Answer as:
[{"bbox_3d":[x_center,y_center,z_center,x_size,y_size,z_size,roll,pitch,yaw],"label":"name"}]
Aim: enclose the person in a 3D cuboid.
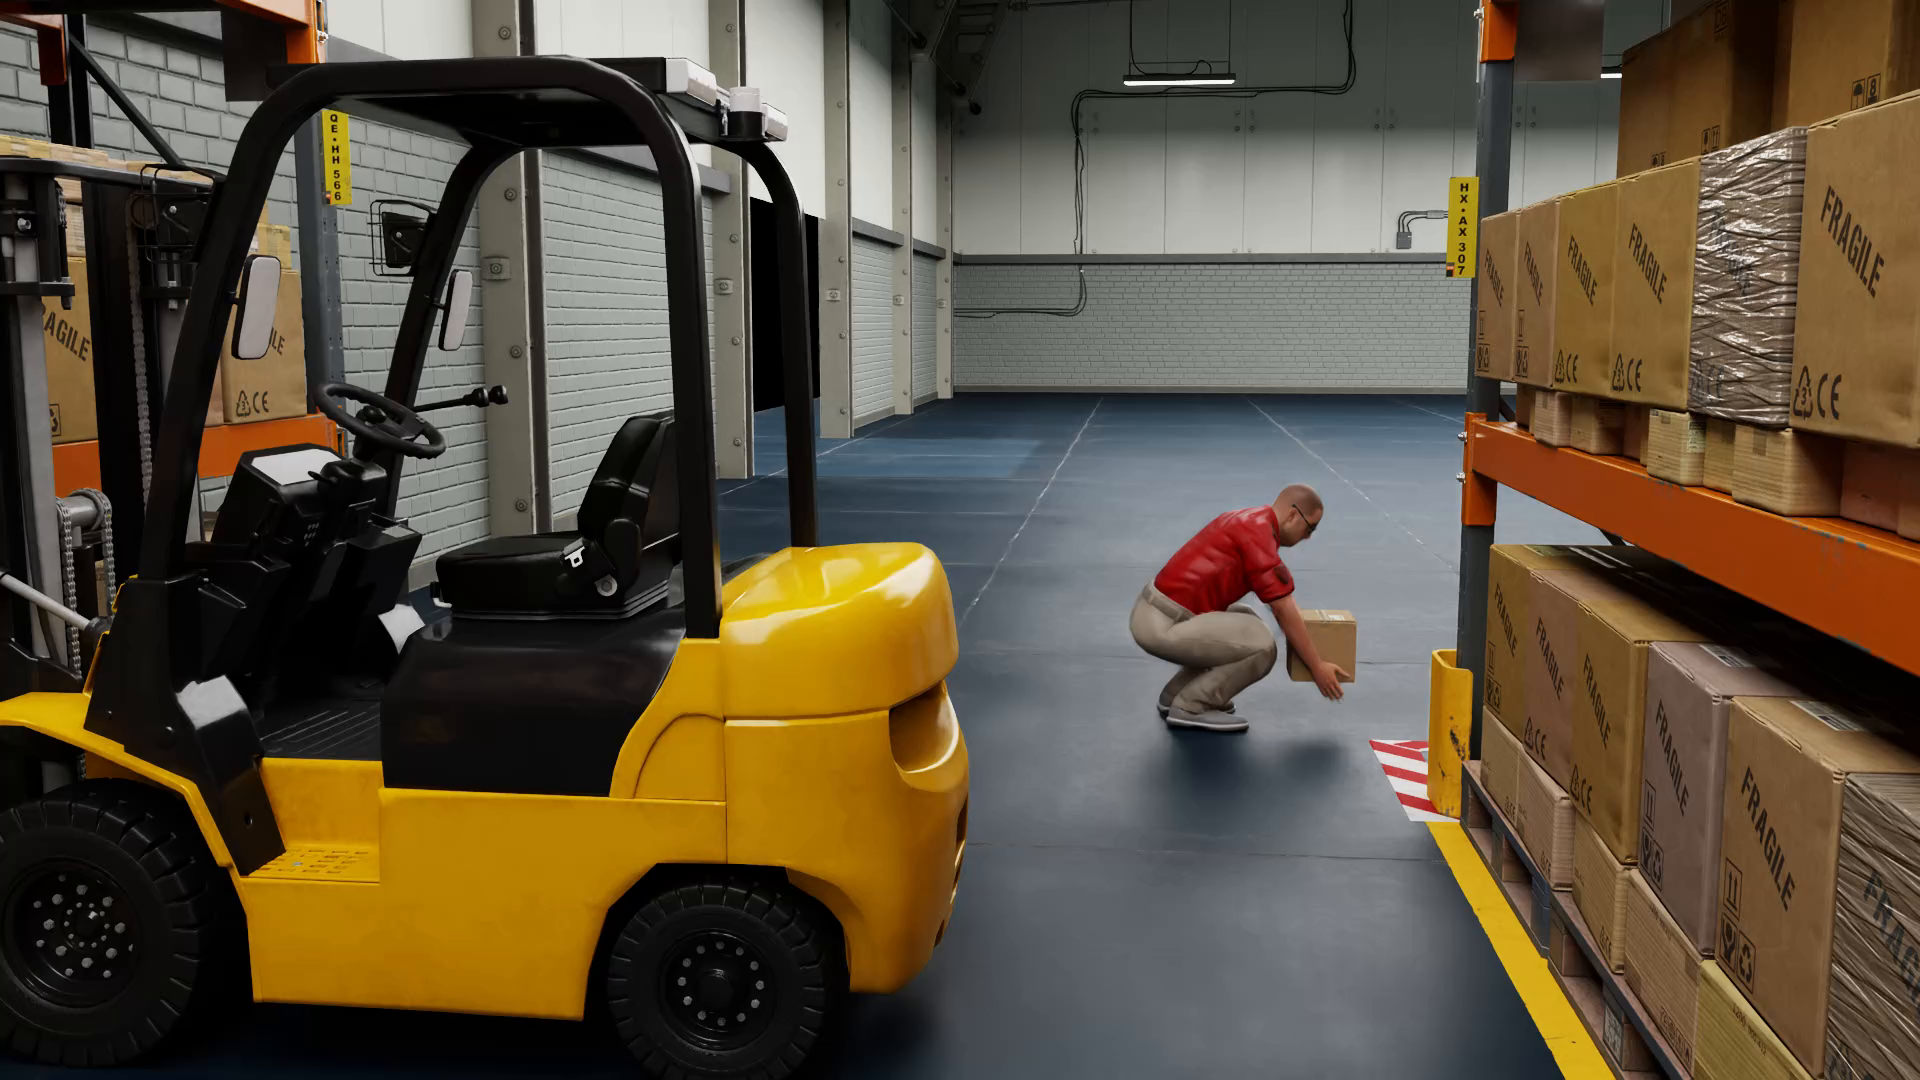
[{"bbox_3d":[1.127,0.263,6.760,0.879,0.987,0.535,1,8,5],"label":"person"}]
